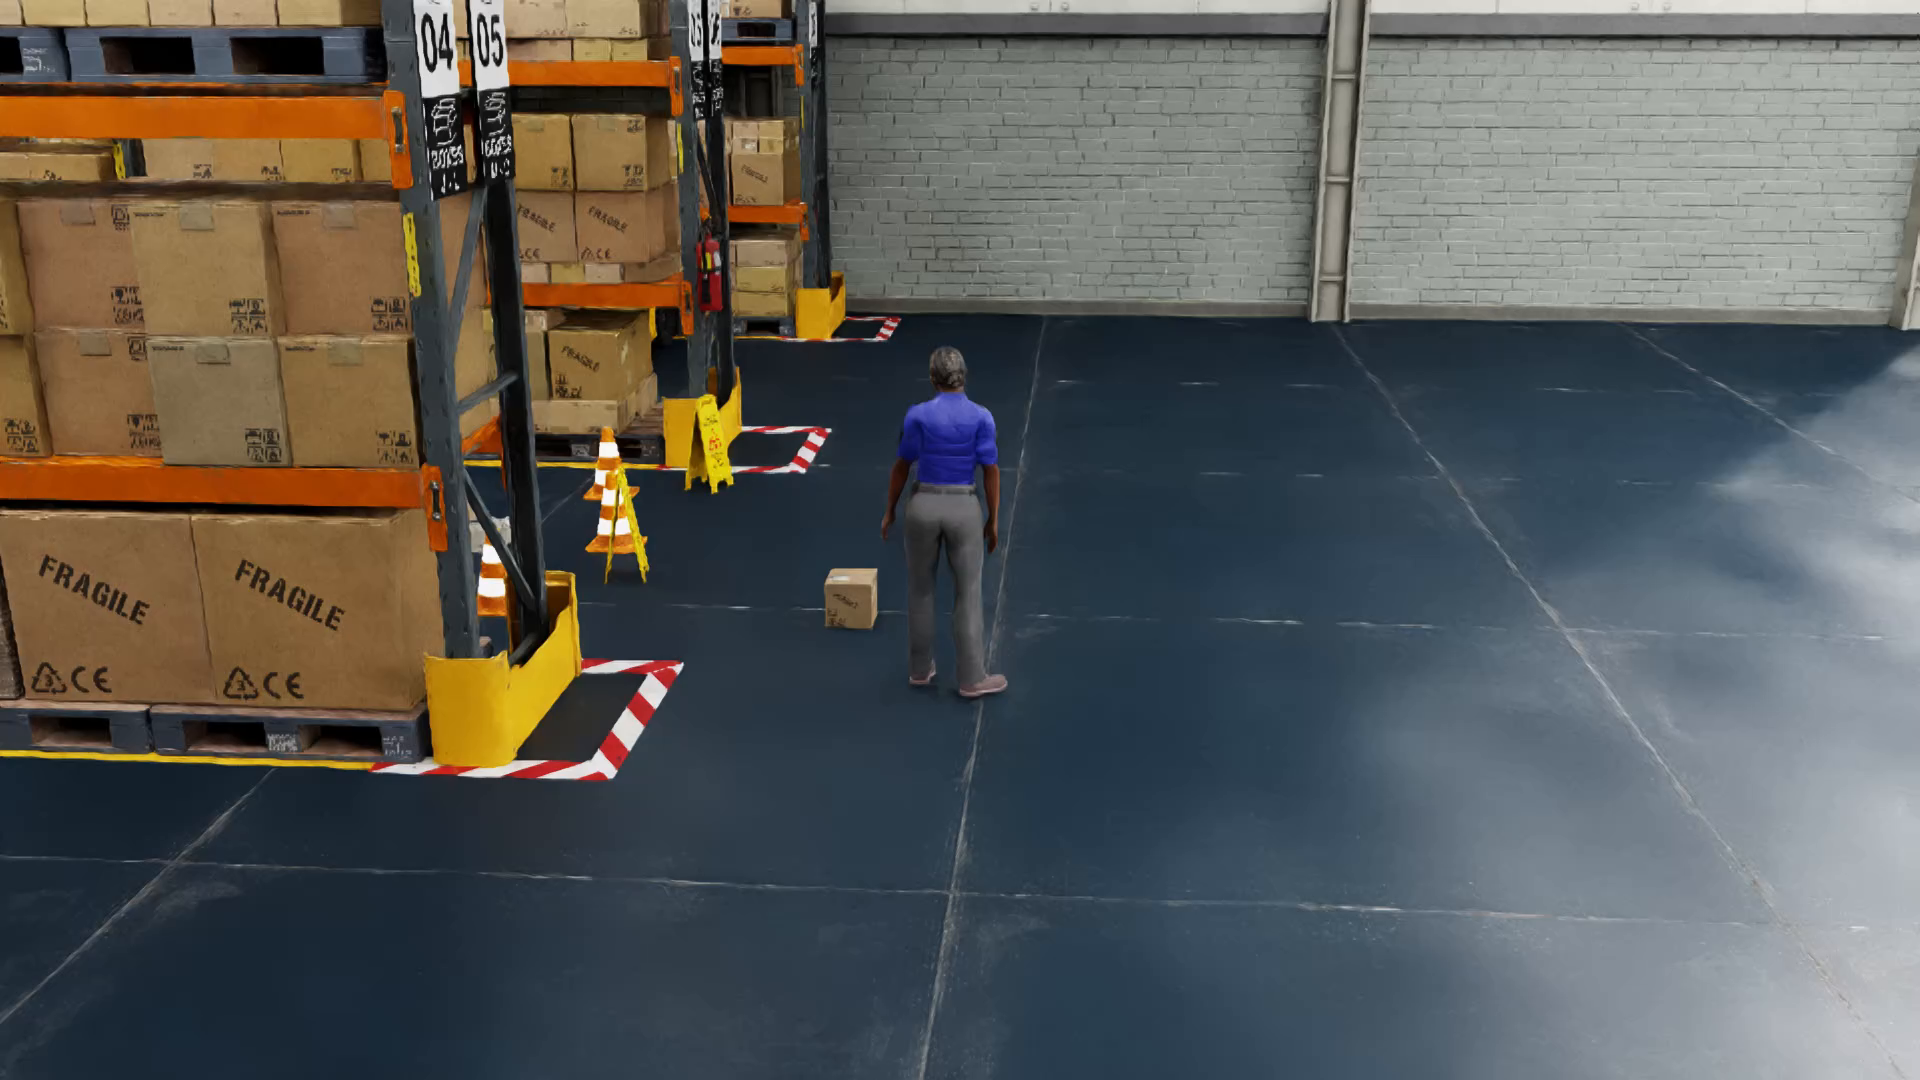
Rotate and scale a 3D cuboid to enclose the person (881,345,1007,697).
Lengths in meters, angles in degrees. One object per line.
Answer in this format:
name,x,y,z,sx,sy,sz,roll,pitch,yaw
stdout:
person,-0.074,-0.093,7.796,0.605,1.662,0.430,1,18,2
